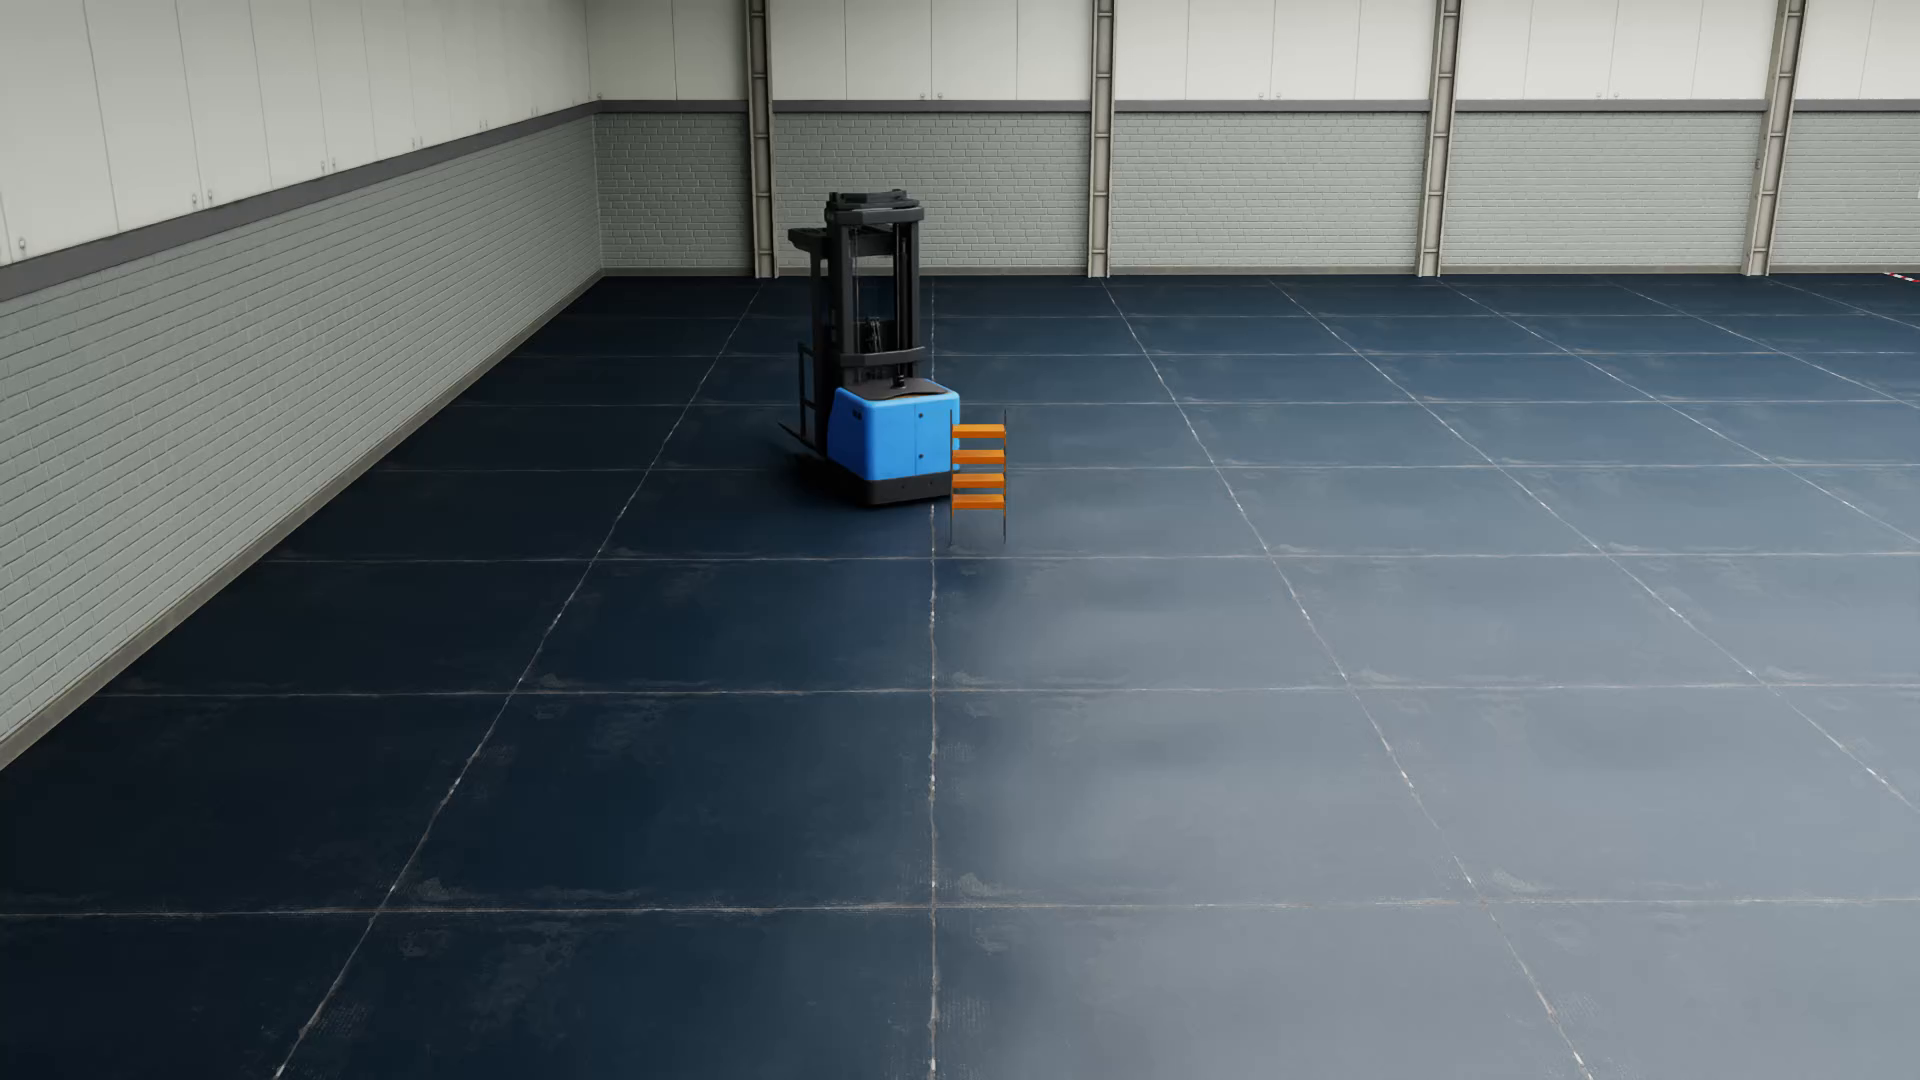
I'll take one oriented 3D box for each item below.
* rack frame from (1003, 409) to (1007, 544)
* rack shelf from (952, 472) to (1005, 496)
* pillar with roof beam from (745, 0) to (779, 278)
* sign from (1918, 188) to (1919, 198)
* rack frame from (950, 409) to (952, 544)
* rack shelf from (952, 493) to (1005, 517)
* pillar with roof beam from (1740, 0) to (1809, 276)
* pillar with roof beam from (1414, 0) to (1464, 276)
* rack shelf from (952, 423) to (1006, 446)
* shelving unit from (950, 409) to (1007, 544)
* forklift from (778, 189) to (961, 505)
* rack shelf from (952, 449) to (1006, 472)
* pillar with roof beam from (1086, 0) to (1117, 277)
[{"bbox_3d":[0.409,-0.573,15.073,0.015,1.200,0.240,0,18,-1],"label":"rack frame"},{"bbox_3d":[0.165,-0.508,15.090,0.480,0.148,0.258,0,18,-1],"label":"rack shelf"},{"bbox_3d":[-3.425,-7.737,24.635,0.400,9.000,9.100,0,18,-1],"label":"pillar with roof beam"},{"bbox_3d":[17.478,-6.356,30.095,0.234,0.329,0.001,0,18,-1],"label":"sign"},{"bbox_3d":[-0.078,-0.571,15.066,0.015,1.200,0.240,0,18,-1],"label":"rack frame"},{"bbox_3d":[0.165,-0.319,15.150,0.480,0.148,0.258,0,18,-1],"label":"rack shelf"},{"bbox_3d":[14.573,-7.823,24.906,0.400,9.000,9.100,0,18,-1],"label":"pillar with roof beam"},{"bbox_3d":[8.574,-7.794,24.816,0.400,9.000,9.100,0,18,-1],"label":"pillar with roof beam"},{"bbox_3d":[0.165,-0.946,14.949,0.480,0.148,0.258,0,18,-1],"label":"rack shelf"},{"bbox_3d":[0.165,-0.572,15.069,0.503,1.200,0.258,0,18,-1],"label":"shelving unit"},{"bbox_3d":[-1.084,-2.142,17.128,1.130,2.935,3.031,-8,20,-25],"label":"forklift"},{"bbox_3d":[0.165,-0.721,15.021,0.480,0.148,0.258,0,18,-1],"label":"rack shelf"},{"bbox_3d":[2.574,-7.766,24.726,0.400,9.000,9.100,0,18,-1],"label":"pillar with roof beam"}]
